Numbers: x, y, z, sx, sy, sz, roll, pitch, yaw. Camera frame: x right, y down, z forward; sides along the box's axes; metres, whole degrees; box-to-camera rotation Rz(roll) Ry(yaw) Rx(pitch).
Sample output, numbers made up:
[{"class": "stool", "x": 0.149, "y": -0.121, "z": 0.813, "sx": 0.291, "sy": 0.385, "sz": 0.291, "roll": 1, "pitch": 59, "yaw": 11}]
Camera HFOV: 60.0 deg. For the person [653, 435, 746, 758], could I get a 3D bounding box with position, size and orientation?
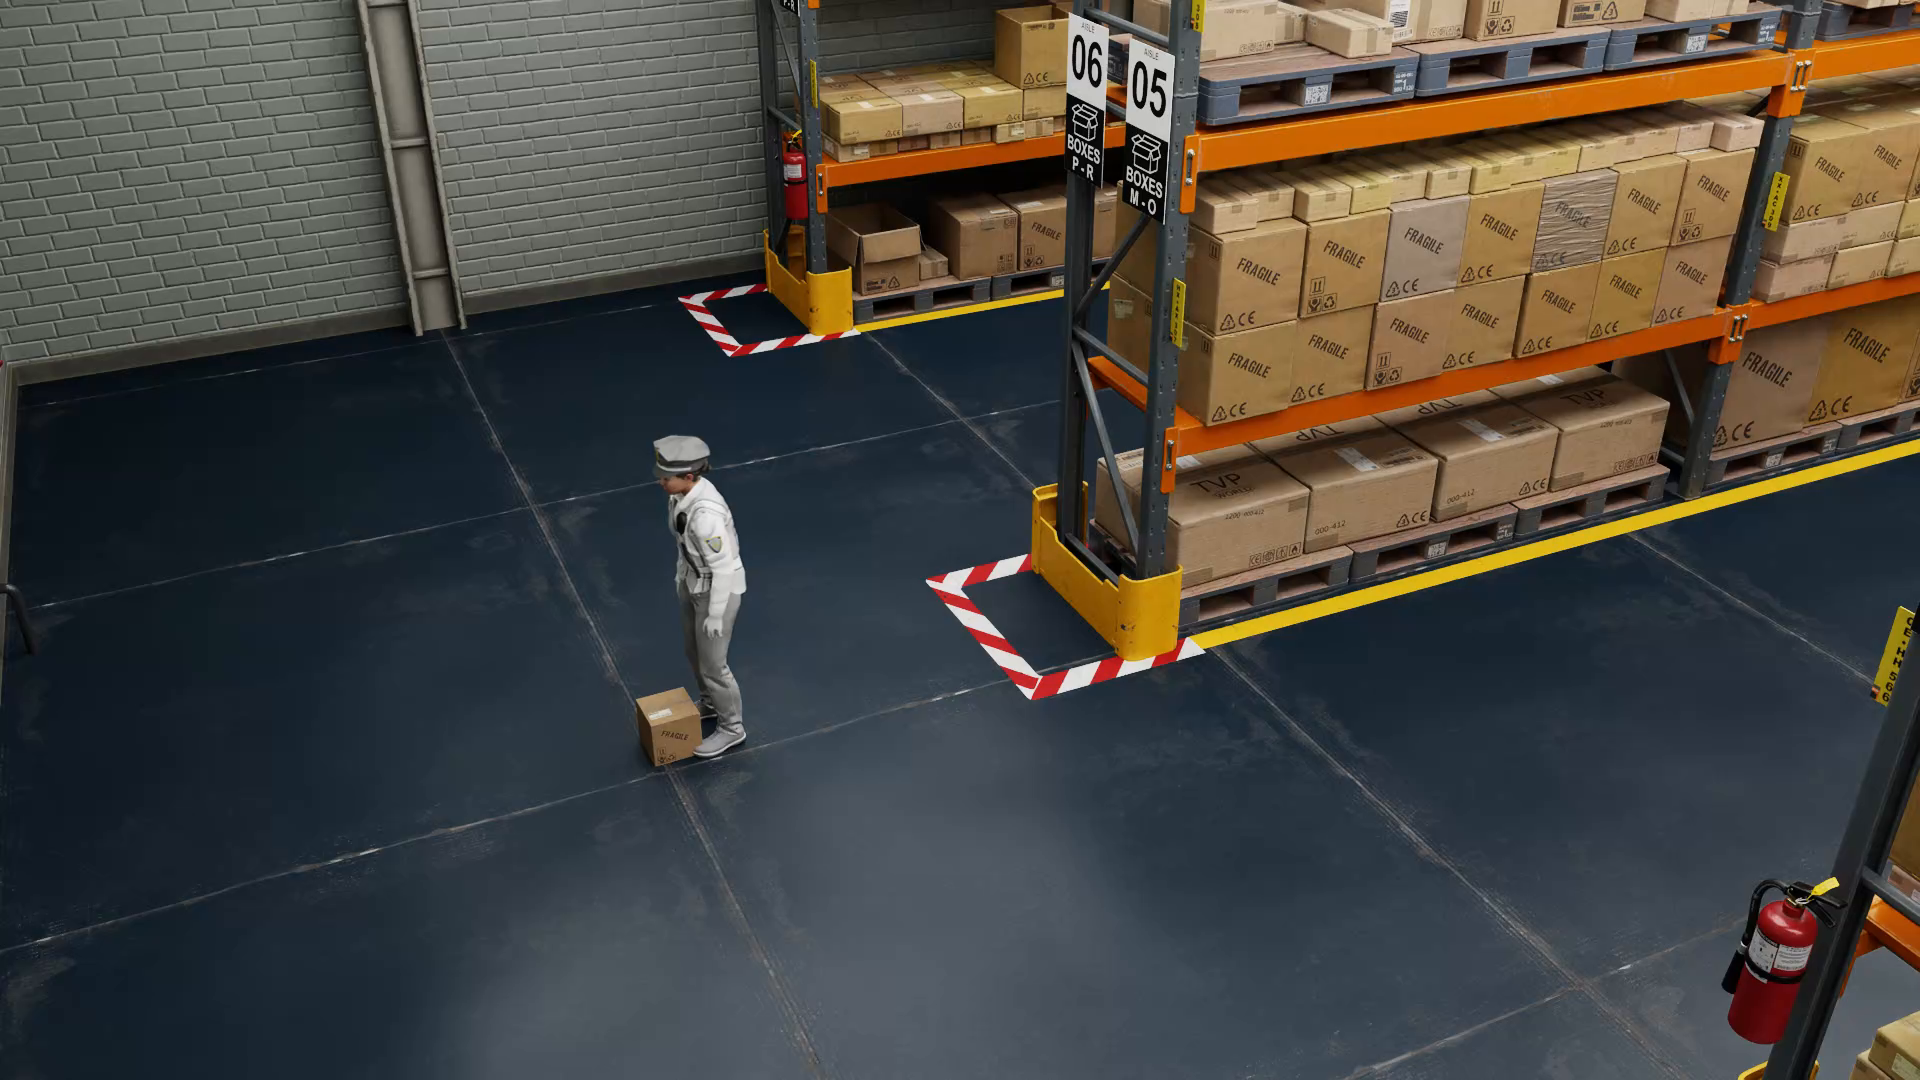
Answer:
[{"class": "person", "x": -1.231, "y": 0.262, "z": 7.990, "sx": 0.379, "sy": 1.654, "sz": 0.533, "roll": -14, "pitch": 32, "yaw": -22}]
